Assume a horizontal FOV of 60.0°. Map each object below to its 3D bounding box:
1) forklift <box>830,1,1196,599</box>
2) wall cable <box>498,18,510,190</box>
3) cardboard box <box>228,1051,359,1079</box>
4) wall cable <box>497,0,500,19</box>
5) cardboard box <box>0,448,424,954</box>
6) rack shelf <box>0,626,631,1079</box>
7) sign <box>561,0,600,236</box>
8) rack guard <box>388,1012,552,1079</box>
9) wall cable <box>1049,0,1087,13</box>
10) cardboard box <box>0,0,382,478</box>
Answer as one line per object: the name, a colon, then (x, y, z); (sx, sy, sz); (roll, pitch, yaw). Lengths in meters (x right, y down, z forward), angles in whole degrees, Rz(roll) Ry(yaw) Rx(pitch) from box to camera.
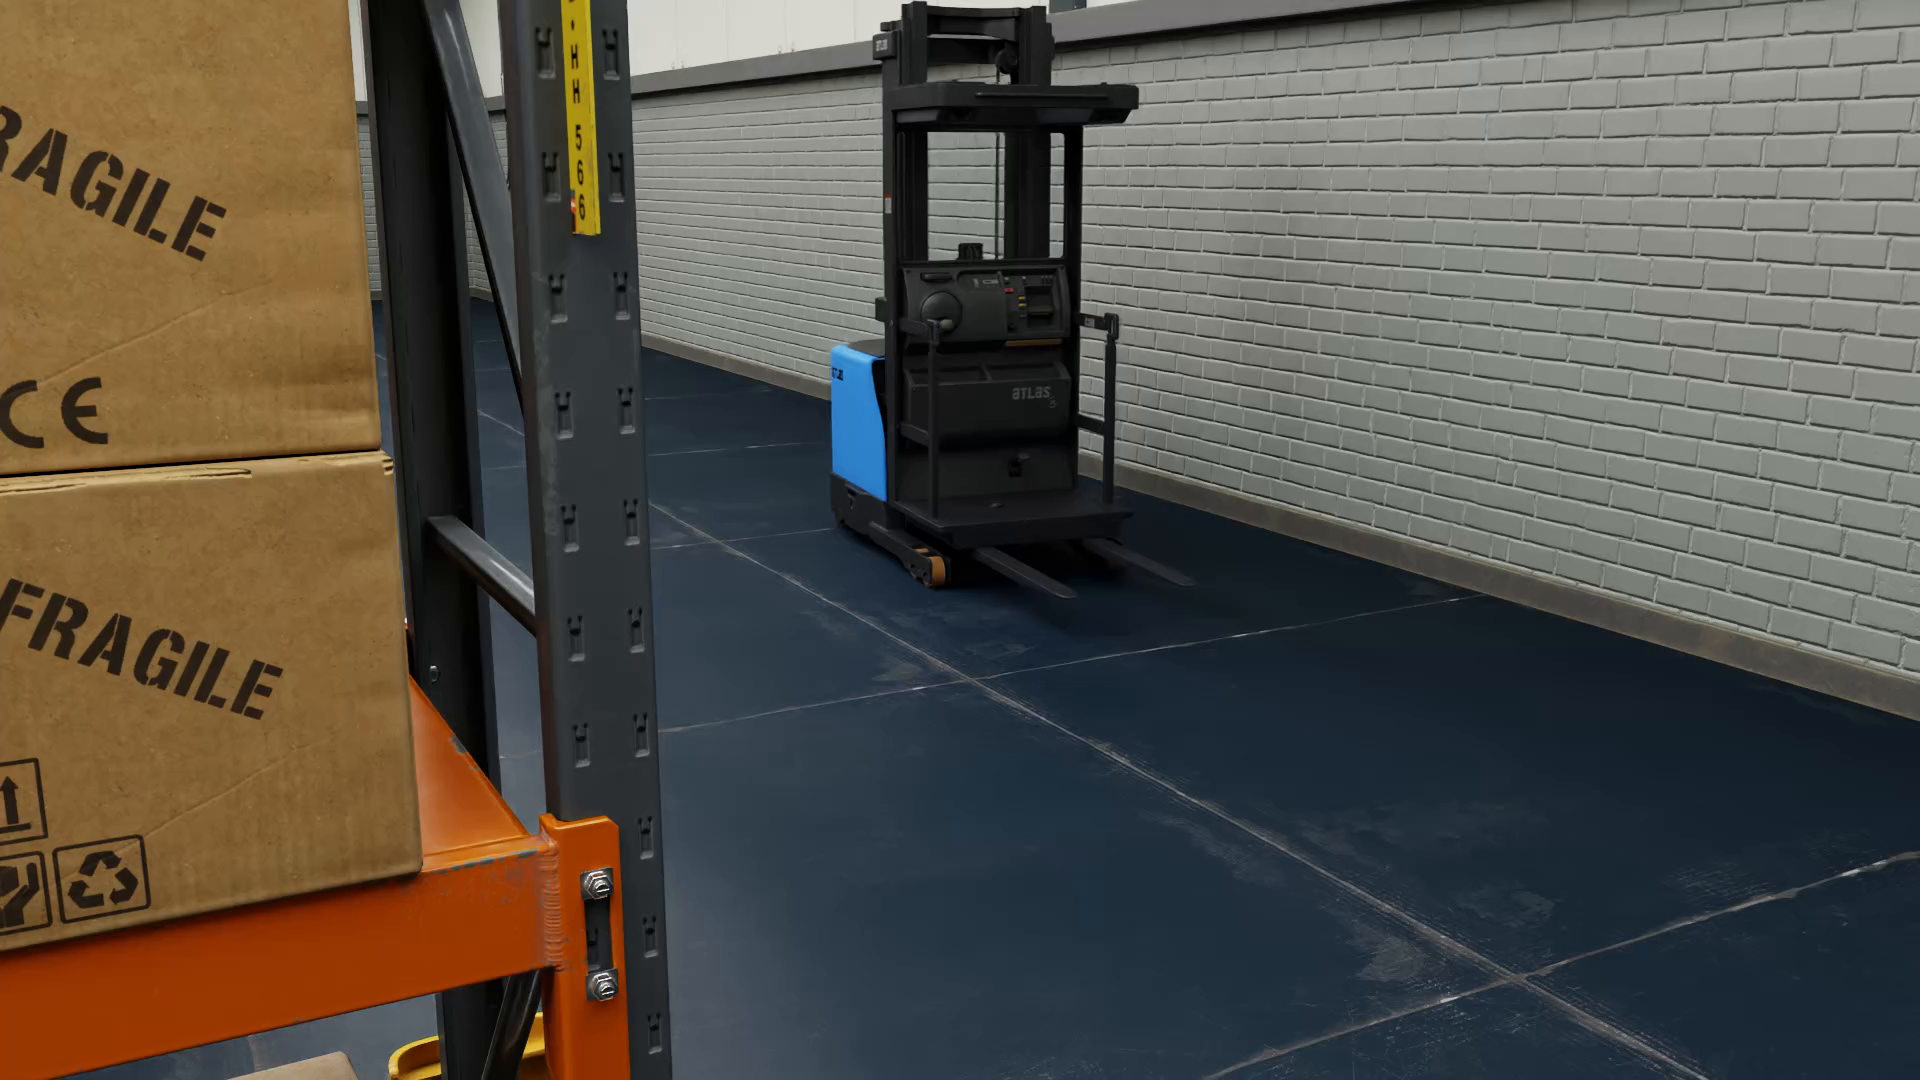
forklift: (0.228, -1.288, 8.658); (1.130, 2.935, 3.031); (-5, 14, -21)
wall cable: (-7.401, -6.639, 25.685); (0.112, 2.526, 3.097); (-7, 14, -28)
cardboard box: (-1.199, 1.207, 2.295); (0.875, 0.438, 0.875); (-7, 15, -30)
wall cable: (-6.104, -8.581, 22.814); (0.112, 2.526, 3.097); (-7, 14, -28)
cardboard box: (-0.964, 0.126, 1.991); (0.500, 0.500, 0.500); (-7, 14, -28)
rack shelf: (-2.423, 0.634, 1.598); (4.000, 0.370, 1.077); (-7, 14, -28)
sign: (-0.420, -0.502, 1.829); (0.005, 0.325, 0.100); (-7, 14, -28)
rack guard: (-0.647, 1.290, 2.739); (0.348, 0.500, 1.175); (-7, 14, -28)
wall cable: (1.198, -6.264, 9.620); (0.120, 5.999, 2.277); (-7, 14, -28)
cardboard box: (-0.977, -0.367, 1.904); (0.500, 0.500, 0.500); (-6, 14, -26)
